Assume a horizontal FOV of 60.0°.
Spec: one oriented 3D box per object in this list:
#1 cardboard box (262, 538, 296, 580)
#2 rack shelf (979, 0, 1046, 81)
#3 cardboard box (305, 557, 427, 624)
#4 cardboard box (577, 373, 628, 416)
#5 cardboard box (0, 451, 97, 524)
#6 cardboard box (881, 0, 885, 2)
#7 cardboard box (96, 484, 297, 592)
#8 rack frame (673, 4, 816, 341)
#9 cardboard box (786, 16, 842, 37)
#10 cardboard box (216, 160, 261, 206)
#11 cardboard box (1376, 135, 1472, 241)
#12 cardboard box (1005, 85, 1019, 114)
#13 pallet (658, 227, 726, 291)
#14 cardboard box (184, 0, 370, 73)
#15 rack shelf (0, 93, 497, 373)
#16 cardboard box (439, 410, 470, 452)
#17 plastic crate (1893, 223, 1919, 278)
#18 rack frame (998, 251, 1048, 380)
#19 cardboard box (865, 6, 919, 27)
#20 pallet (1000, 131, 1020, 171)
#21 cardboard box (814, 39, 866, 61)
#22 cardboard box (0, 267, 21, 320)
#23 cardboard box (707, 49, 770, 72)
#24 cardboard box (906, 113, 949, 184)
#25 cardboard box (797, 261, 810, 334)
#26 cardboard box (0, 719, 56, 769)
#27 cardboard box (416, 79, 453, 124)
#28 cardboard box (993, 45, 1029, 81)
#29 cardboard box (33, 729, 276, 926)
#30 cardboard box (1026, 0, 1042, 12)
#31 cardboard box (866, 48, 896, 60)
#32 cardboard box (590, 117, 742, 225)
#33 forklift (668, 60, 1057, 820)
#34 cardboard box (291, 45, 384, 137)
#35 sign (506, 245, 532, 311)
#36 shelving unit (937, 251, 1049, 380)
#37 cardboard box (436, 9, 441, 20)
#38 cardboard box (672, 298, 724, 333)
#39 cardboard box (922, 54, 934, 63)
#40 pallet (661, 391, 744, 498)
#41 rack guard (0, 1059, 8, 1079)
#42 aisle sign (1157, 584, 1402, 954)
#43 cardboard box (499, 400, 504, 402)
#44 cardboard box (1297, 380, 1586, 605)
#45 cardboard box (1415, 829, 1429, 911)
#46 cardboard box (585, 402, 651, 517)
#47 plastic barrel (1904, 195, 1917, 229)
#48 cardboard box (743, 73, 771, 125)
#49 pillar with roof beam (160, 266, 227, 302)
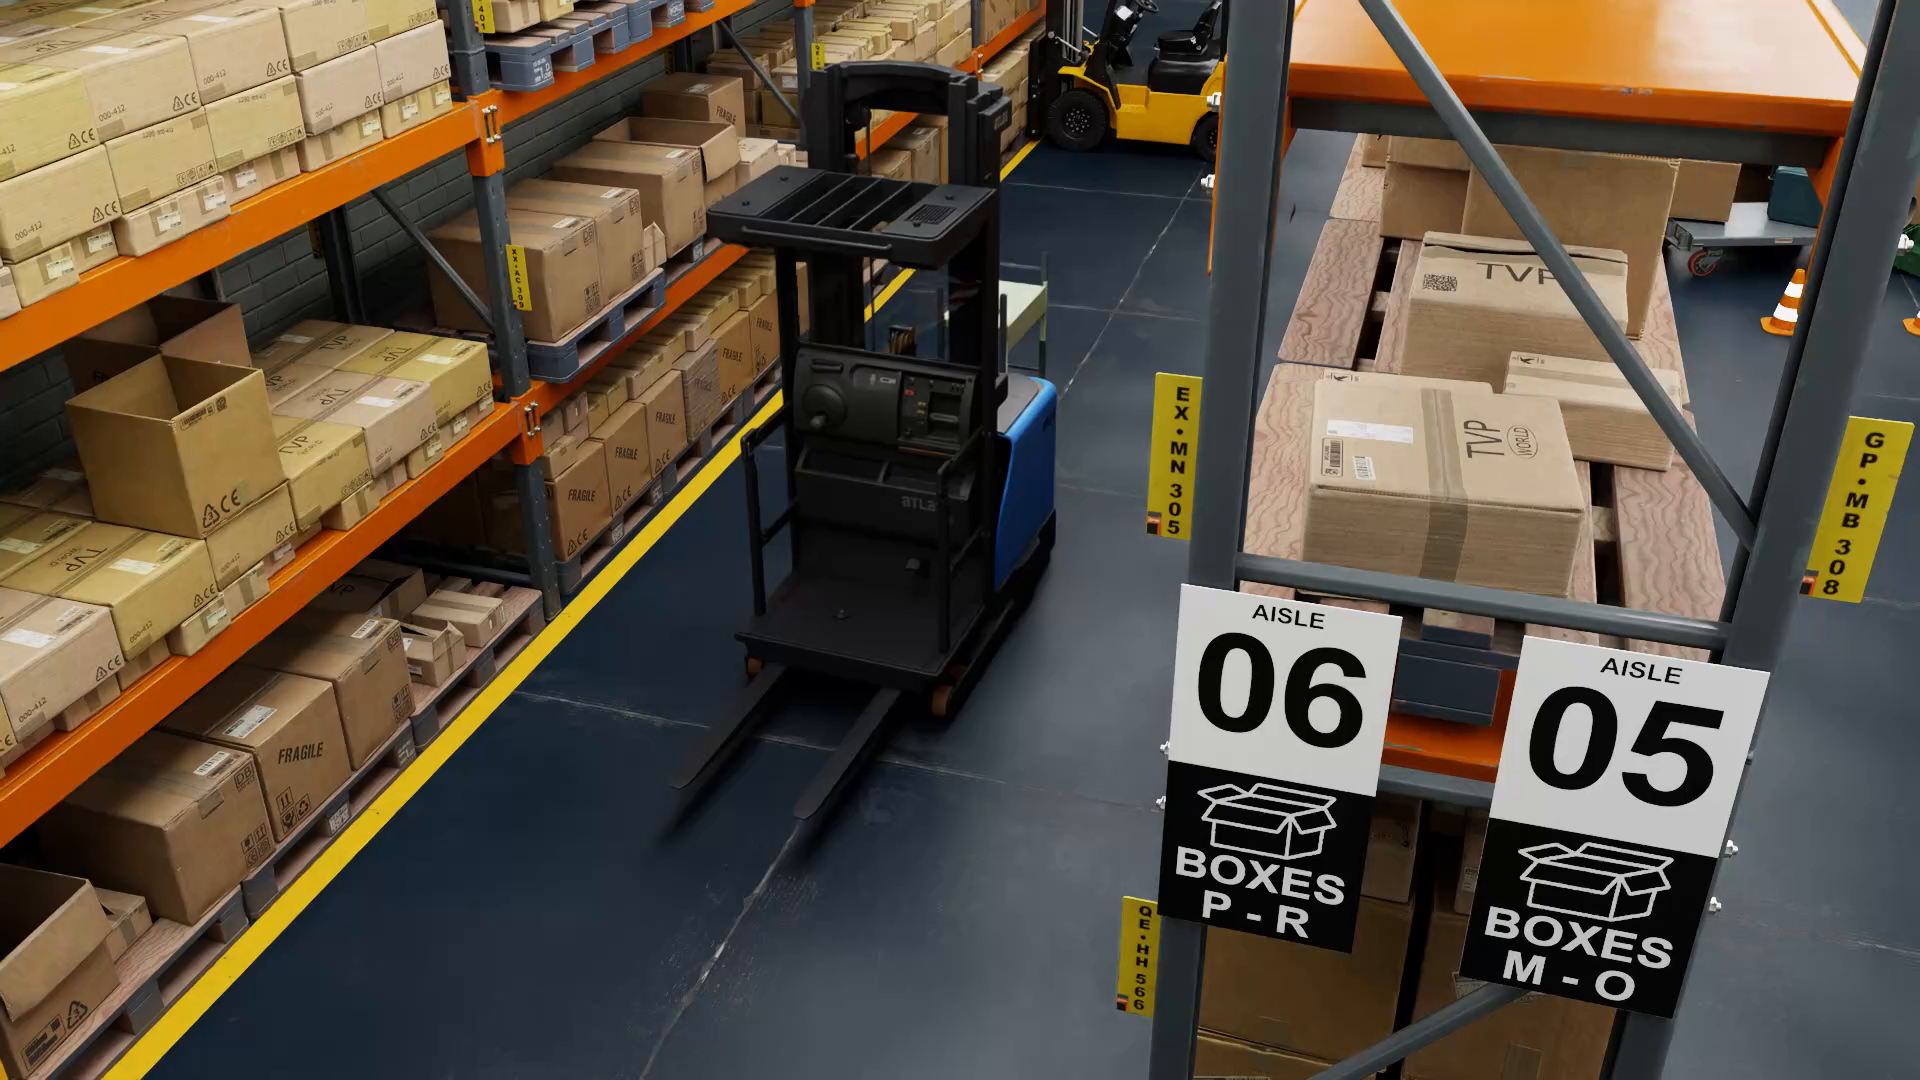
[{"bbox_3d":[-2.984,0.043,6.846,0.380,0.149,0.250,8,30,15],"label":"cardboard box"},{"bbox_3d":[0.273,-5.298,16.929,1.077,0.370,4.000,8,30,15],"label":"rack shelf"},{"bbox_3d":[-3.082,0.299,8.461,0.500,0.311,0.500,10,30,17],"label":"cardboard box"},{"bbox_3d":[-2.163,-0.859,9.681,0.380,0.149,0.250,8,30,14],"label":"cardboard box"},{"bbox_3d":[-3.499,-0.135,6.755,0.500,0.250,0.500,8,30,15],"label":"cardboard box"},{"bbox_3d":[-0.825,-4.645,14.244,0.380,0.149,0.250,8,30,15],"label":"cardboard box"},{"bbox_3d":[-3.022,-0.055,6.611,0.500,0.250,0.500,8,30,14],"label":"cardboard box"},{"bbox_3d":[-1.488,-2.825,11.742,1.000,3.000,0.127,8,30,15],"label":"rack frame"},{"bbox_3d":[-1.154,-4.048,13.171,0.380,0.149,0.250,9,30,16],"label":"cardboard box"},{"bbox_3d":[-2.898,-1.369,6.298,0.380,0.149,0.250,9,30,15],"label":"cardboard box"},{"bbox_3d":[1.719,-1.211,5.115,0.797,0.503,0.637,11,31,19],"label":"cardboard box"},{"bbox_3d":[0.269,-4.299,16.274,0.500,0.250,0.500,8,30,15],"label":"cardboard box"},{"bbox_3d":[-2.054,-1.836,10.163,1.003,0.211,1.213,8,30,15],"label":"pallet"},{"bbox_3d":[-2.721,-2.053,6.604,0.500,0.250,0.500,8,30,14],"label":"cardboard box"},{"bbox_3d":[-3.249,-1.033,6.175,1.077,0.370,4.000,8,30,15],"label":"rack shelf"},{"bbox_3d":[-2.570,-0.548,7.907,0.380,0.149,0.250,9,30,16],"label":"cardboard box"},{"bbox_3d":[7.993,-2.382,13.779,0.662,0.188,0.450,-24,47,-37],"label":"plastic crate"},{"bbox_3d":[0.323,-1.050,10.094,0.400,1.500,0.023,10,31,18],"label":"rack frame"},{"bbox_3d":[-0.549,-4.222,13.484,0.380,0.149,0.250,9,30,15],"label":"cardboard box"},{"bbox_3d":[-0.040,-3.829,16.415,1.003,0.211,1.213,8,30,15],"label":"pallet"},{"bbox_3d":[-0.920,-3.628,12.417,0.380,0.149,0.250,9,30,15],"label":"cardboard box"},{"bbox_3d":[-3.205,-0.766,5.215,0.380,0.149,0.250,9,30,16],"label":"cardboard box"},{"bbox_3d":[-1.616,-3.469,12.131,0.380,0.149,0.250,9,30,16],"label":"cardboard box"},{"bbox_3d":[-0.456,-3.585,15.120,0.875,0.625,0.625,10,31,17],"label":"cardboard box"},{"bbox_3d":[-1.407,-1.689,11.839,0.500,0.500,0.500,9,30,16],"label":"cardboard box"},{"bbox_3d":[-3.403,0.638,5.777,0.380,0.149,0.250,8,30,14],"label":"cardboard box"},{"bbox_3d":[-2.485,-1.957,7.356,0.380,0.149,0.250,8,30,15],"label":"cardboard box"},{"bbox_3d":[0.423,-4.751,16.573,0.500,0.250,0.500,10,30,17],"label":"cardboard box"},{"bbox_3d":[-3.278,1.140,6.755,0.700,0.500,0.500,10,31,17],"label":"cardboard box"},{"bbox_3d":[0.519,-5.607,16.640,0.500,0.500,0.500,9,30,15],"label":"cardboard box"},{"bbox_3d":[-0.805,-3.622,12.815,0.500,0.250,0.500,8,30,14],"label":"cardboard box"},{"bbox_3d":[-1.790,-2.268,10.204,0.797,0.503,0.637,8,30,14],"label":"cardboard box"},{"bbox_3d":[-0.446,-0.633,7.872,1.130,2.935,3.031,10,31,18],"label":"forklift"},{"bbox_3d":[-2.707,-1.838,6.731,0.500,0.250,0.500,7,30,13],"label":"cardboard box"},{"bbox_3d":[-2.141,-1.270,8.057,0.100,0.325,0.005,8,30,15],"label":"sign"},{"bbox_3d":[0.195,-0.883,9.795,0.431,1.500,0.755,10,31,18],"label":"shelving unit"},{"bbox_3d":[-2.639,-2.545,7.877,0.380,0.149,0.250,8,30,15],"label":"cardboard box"},{"bbox_3d":[-1.754,-1.454,10.750,0.380,0.149,0.250,8,30,14],"label":"cardboard box"},{"bbox_3d":[-0.529,-3.886,13.803,0.500,0.250,0.500,9,30,15],"label":"cardboard box"},{"bbox_3d":[-2.103,-0.699,10.790,1.003,0.211,1.213,8,30,15],"label":"pallet"},{"bbox_3d":[-3.814,1.950,5.730,1.175,0.500,0.348,8,30,15],"label":"rack guard"},{"bbox_3d":[0.593,0.453,3.176,0.394,0.787,0.004,8,30,15],"label":"aisle sign"},{"bbox_3d":[-2.694,-0.790,9.556,0.380,0.149,0.250,9,30,15],"label":"cardboard box"},{"bbox_3d":[0.956,-0.095,3.368,0.500,0.250,0.500,6,30,10],"label":"cardboard box"},{"bbox_3d":[1.468,0.696,4.283,0.500,0.500,0.500,8,30,14],"label":"cardboard box"},{"bbox_3d":[-2.158,-0.498,9.700,0.500,0.500,0.500,8,30,14],"label":"cardboard box"},{"bbox_3d":[8.061,-2.938,14.595,0.421,0.421,0.512,-17,34,-28],"label":"plastic barrel"},{"bbox_3d":[-1.622,-3.226,12.103,0.500,0.250,0.500,9,30,16],"label":"cardboard box"},{"bbox_3d":[0.387,-2.778,5.487,9.100,9.000,0.400,8,30,15],"label":"pillar with roof beam"}]
